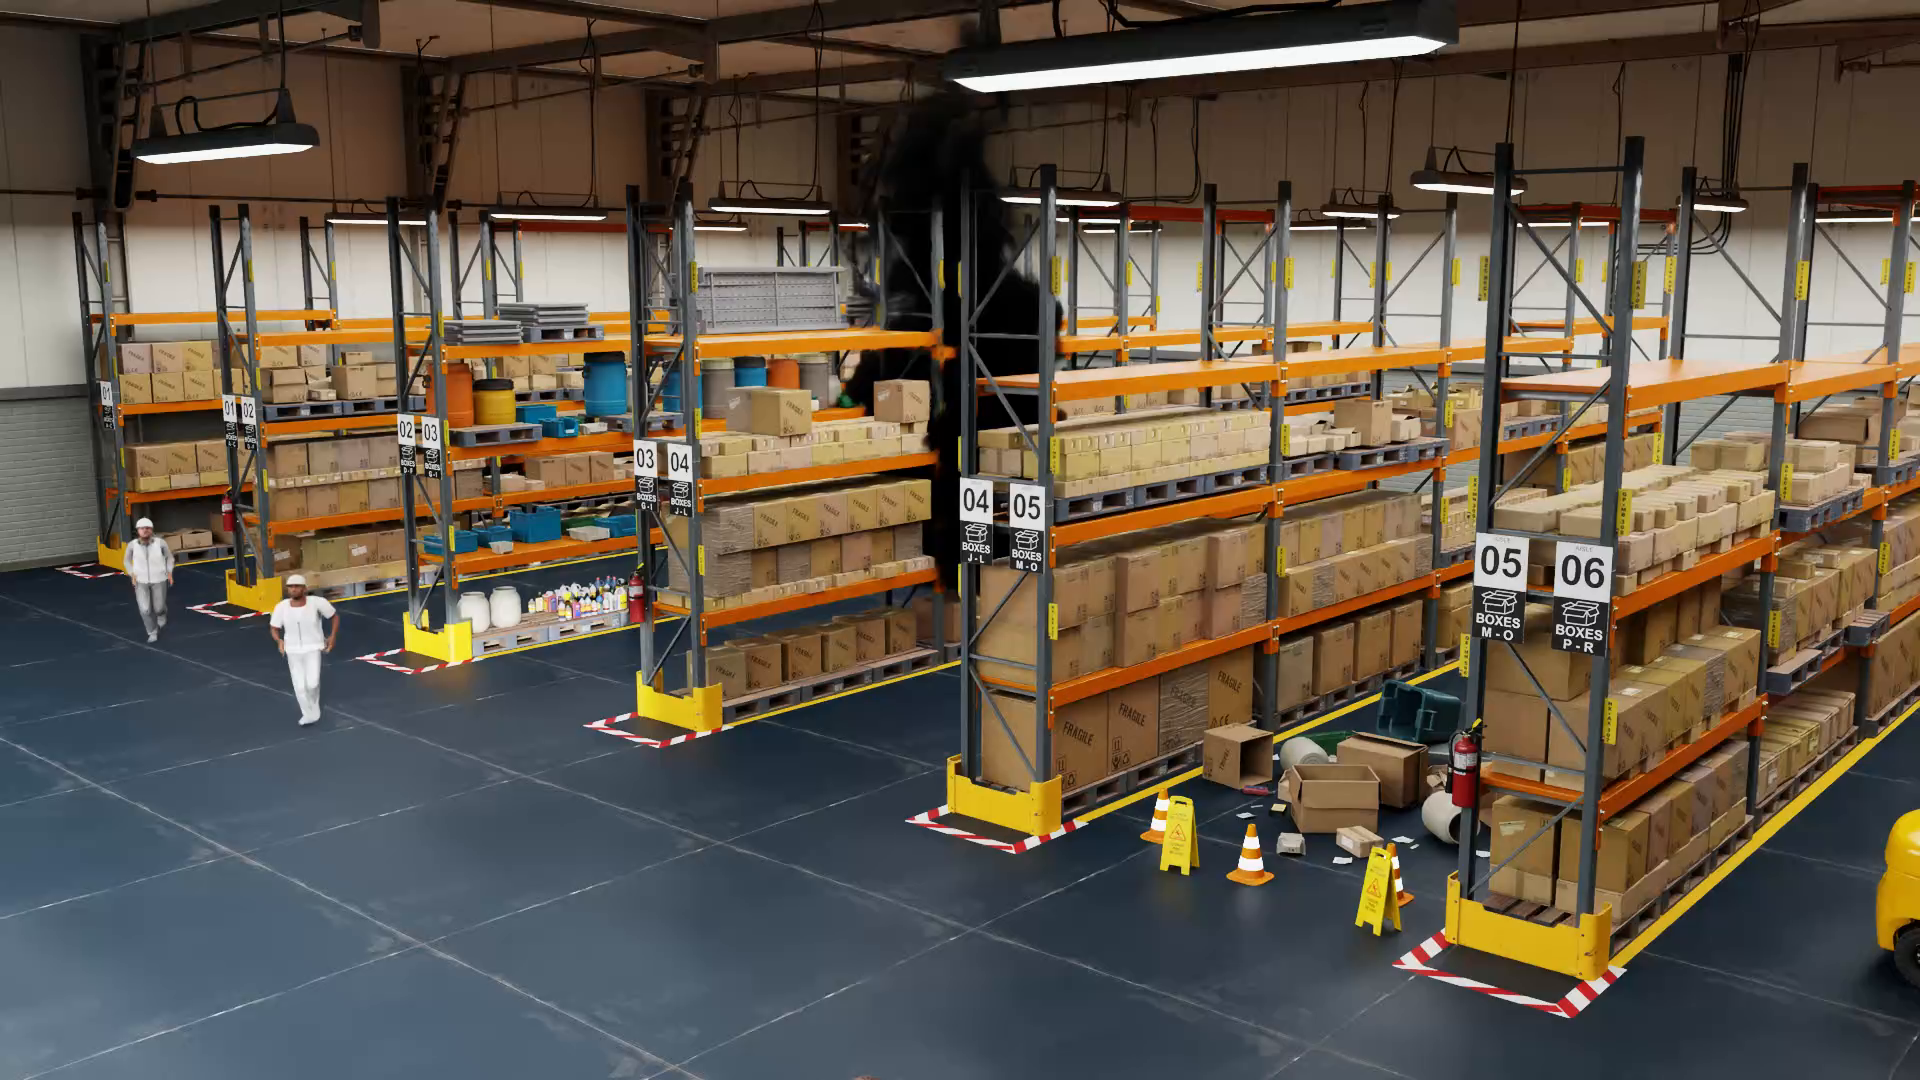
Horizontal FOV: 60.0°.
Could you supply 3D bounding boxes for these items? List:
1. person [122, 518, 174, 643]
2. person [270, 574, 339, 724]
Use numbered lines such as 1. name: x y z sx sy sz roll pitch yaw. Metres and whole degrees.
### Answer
1. person: -11.167 0.535 22.924 0.644 1.721 0.619 -4 10 -24
2. person: -7.348 1.238 18.621 0.712 1.721 0.566 -2 10 -11
